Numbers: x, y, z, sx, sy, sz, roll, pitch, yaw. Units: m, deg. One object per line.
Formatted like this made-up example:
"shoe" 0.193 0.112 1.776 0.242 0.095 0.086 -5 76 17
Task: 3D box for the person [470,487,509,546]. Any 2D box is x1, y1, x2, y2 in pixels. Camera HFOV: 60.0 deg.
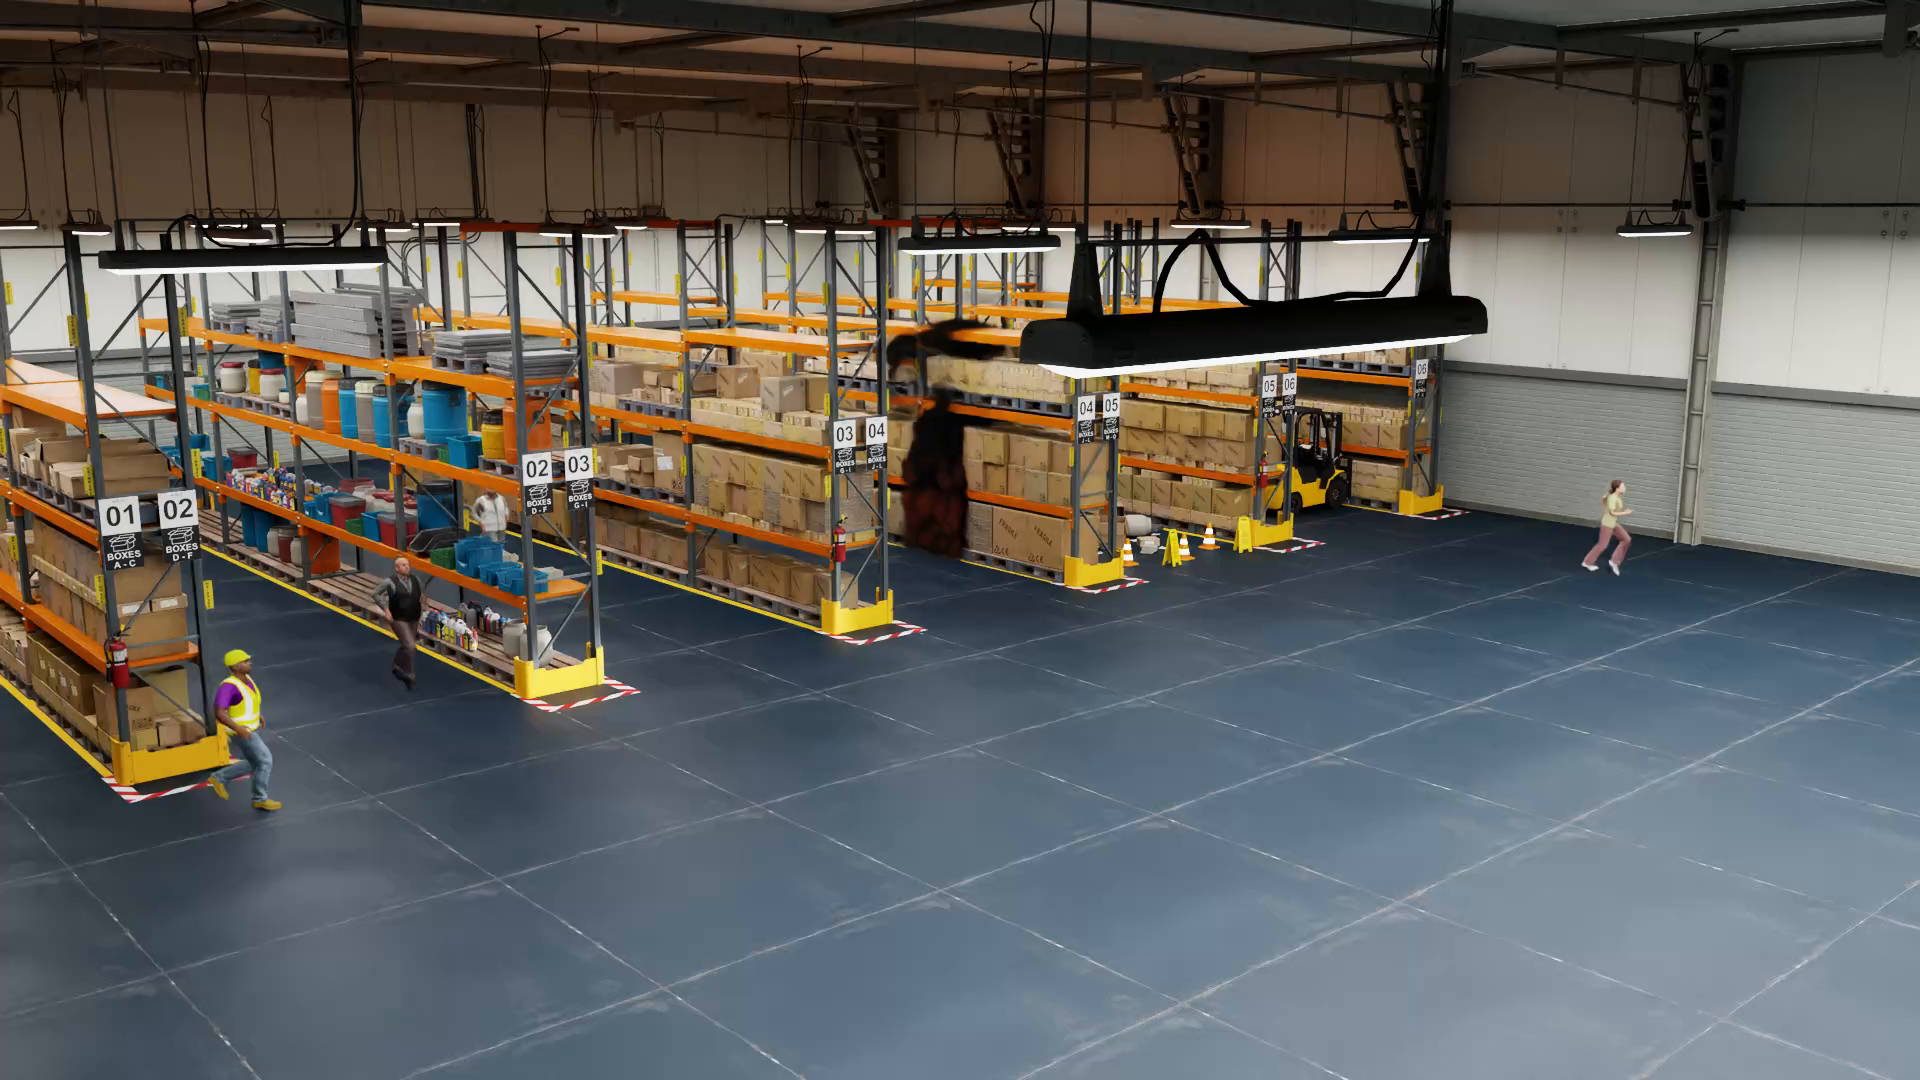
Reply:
"person" -7.972 -0.180 28.369 0.656 1.772 0.800 -11 16 -44

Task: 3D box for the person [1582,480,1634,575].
"person" 11.223 -0.219 28.790 0.796 1.651 0.602 7 13 31

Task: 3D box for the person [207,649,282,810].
"person" -7.628 2.008 17.615 0.757 1.734 0.726 -2 12 -8

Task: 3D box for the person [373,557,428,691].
"person" -7.367 1.107 22.091 0.781 1.784 0.638 8 14 33
